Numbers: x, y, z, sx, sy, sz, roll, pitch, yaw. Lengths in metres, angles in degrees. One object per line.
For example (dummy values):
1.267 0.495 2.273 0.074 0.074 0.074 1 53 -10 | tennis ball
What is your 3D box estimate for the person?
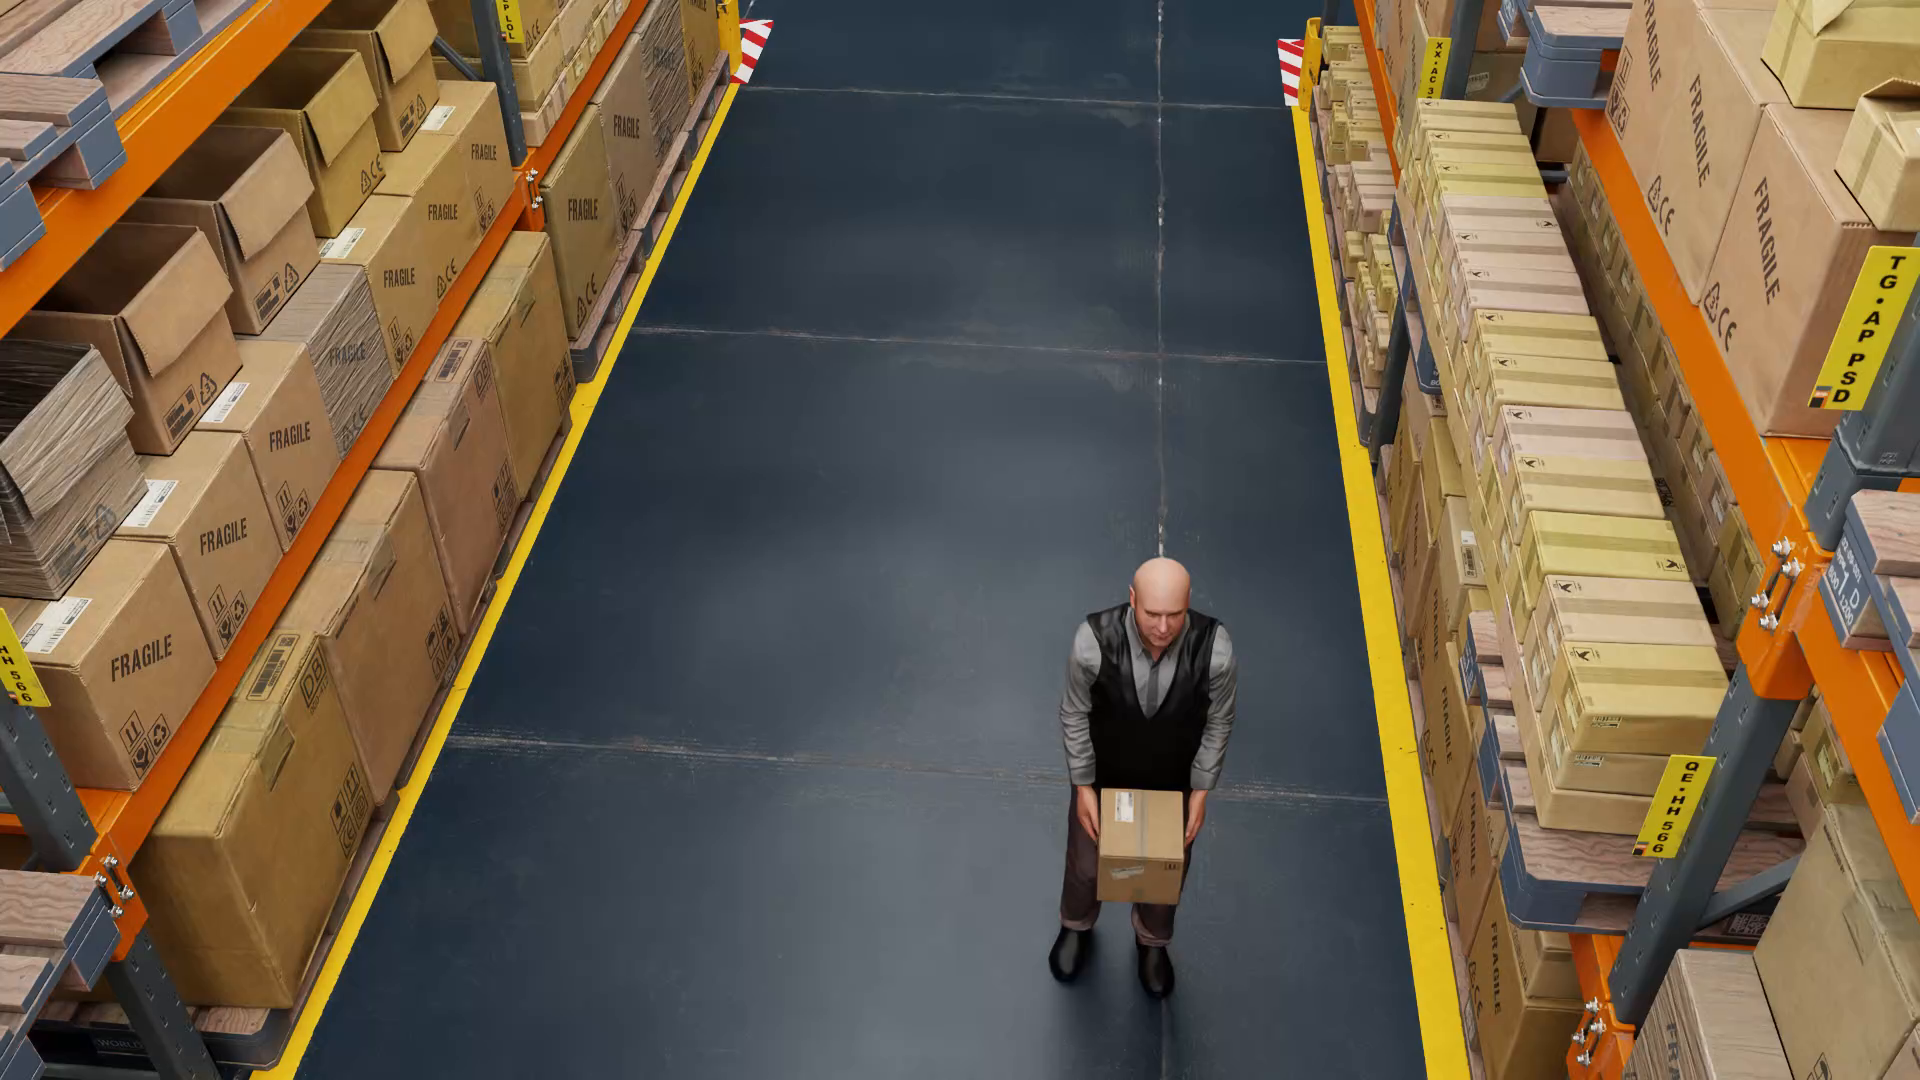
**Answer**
0.574 0.756 5.262 0.544 1.728 0.482 3 40 3 | person
